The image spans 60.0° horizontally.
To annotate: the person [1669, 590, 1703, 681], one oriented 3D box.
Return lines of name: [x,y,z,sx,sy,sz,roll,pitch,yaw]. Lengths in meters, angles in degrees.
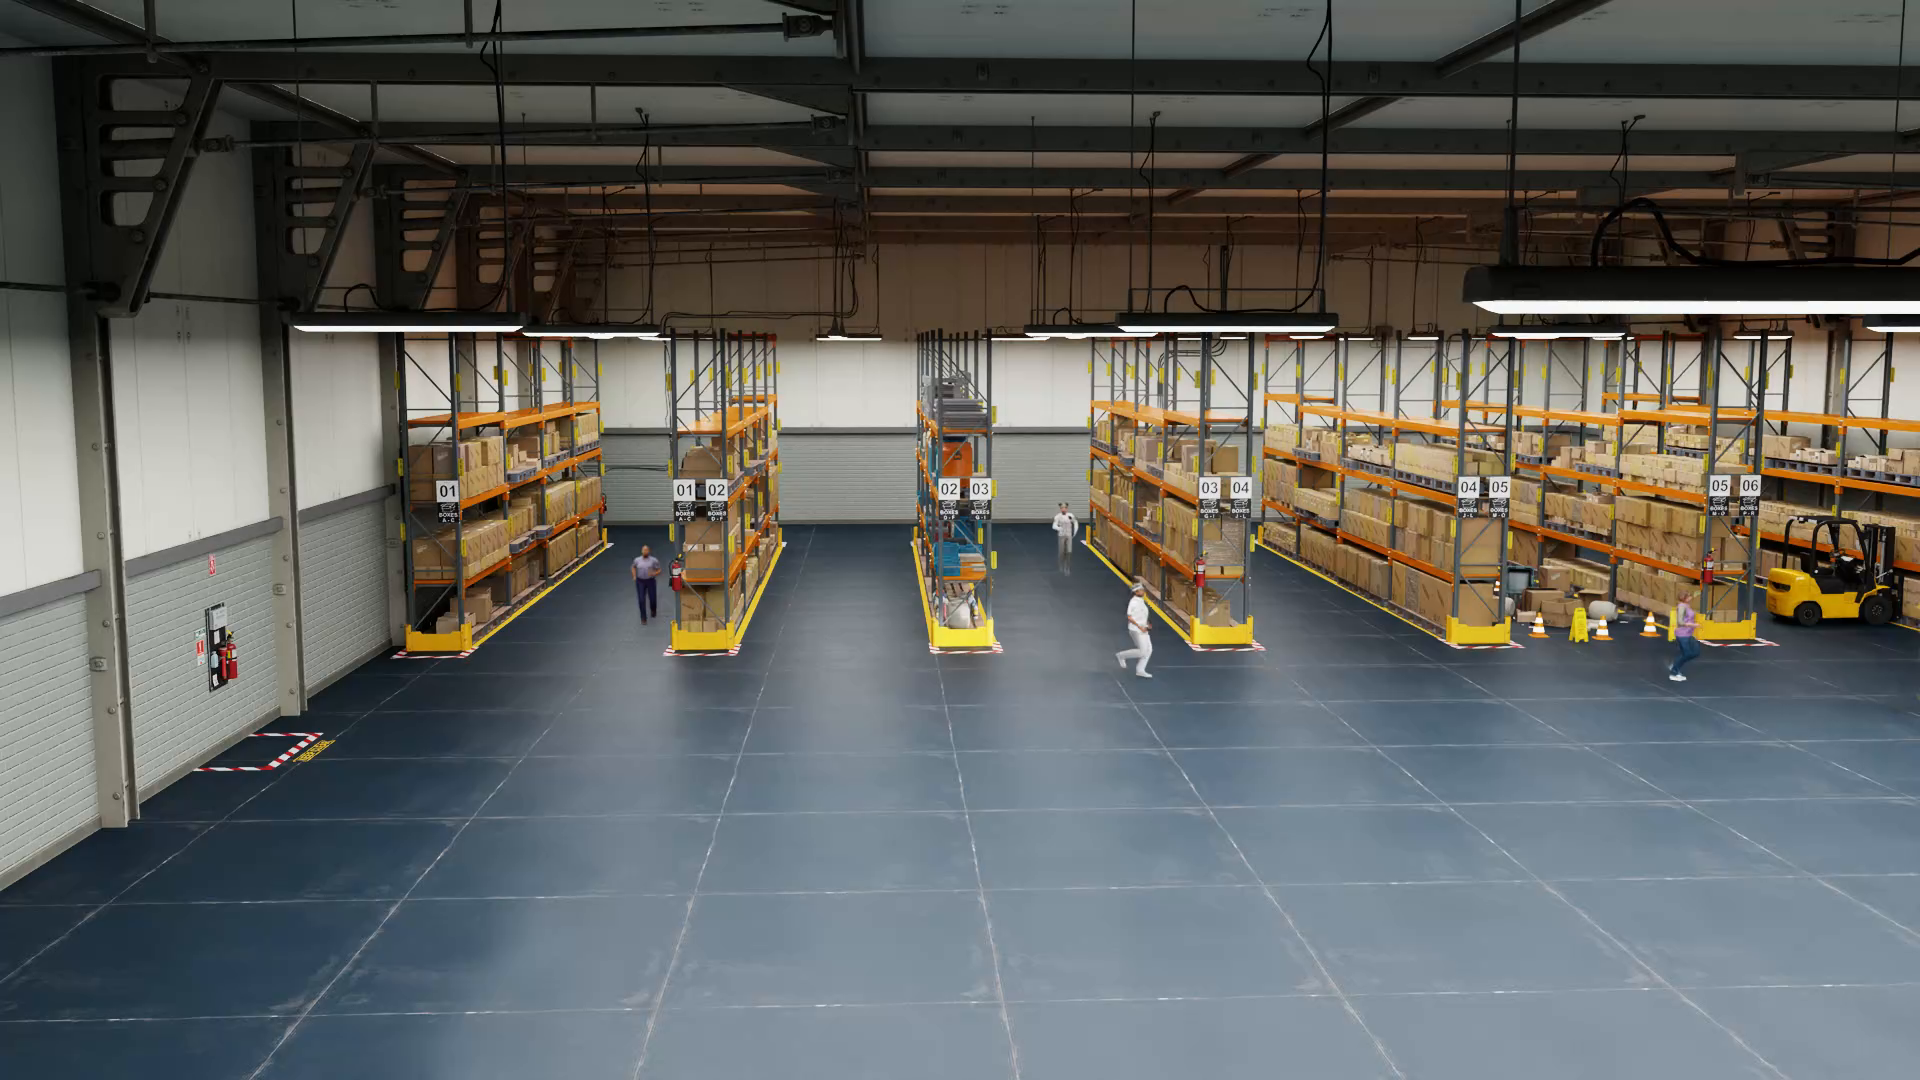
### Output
person: [12.345,1.621,28.207,0.537,1.558,0.524,5,9,39]

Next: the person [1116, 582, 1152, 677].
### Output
person: [3.026,1.535,28.674,0.611,1.665,0.575,3,7,20]

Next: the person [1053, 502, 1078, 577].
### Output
person: [2.519,-0.031,39.711,0.618,1.771,0.697,0,7,-2]

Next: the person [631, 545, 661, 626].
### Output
person: [-6.431,0.906,34.086,0.620,1.614,0.824,-1,7,-7]
